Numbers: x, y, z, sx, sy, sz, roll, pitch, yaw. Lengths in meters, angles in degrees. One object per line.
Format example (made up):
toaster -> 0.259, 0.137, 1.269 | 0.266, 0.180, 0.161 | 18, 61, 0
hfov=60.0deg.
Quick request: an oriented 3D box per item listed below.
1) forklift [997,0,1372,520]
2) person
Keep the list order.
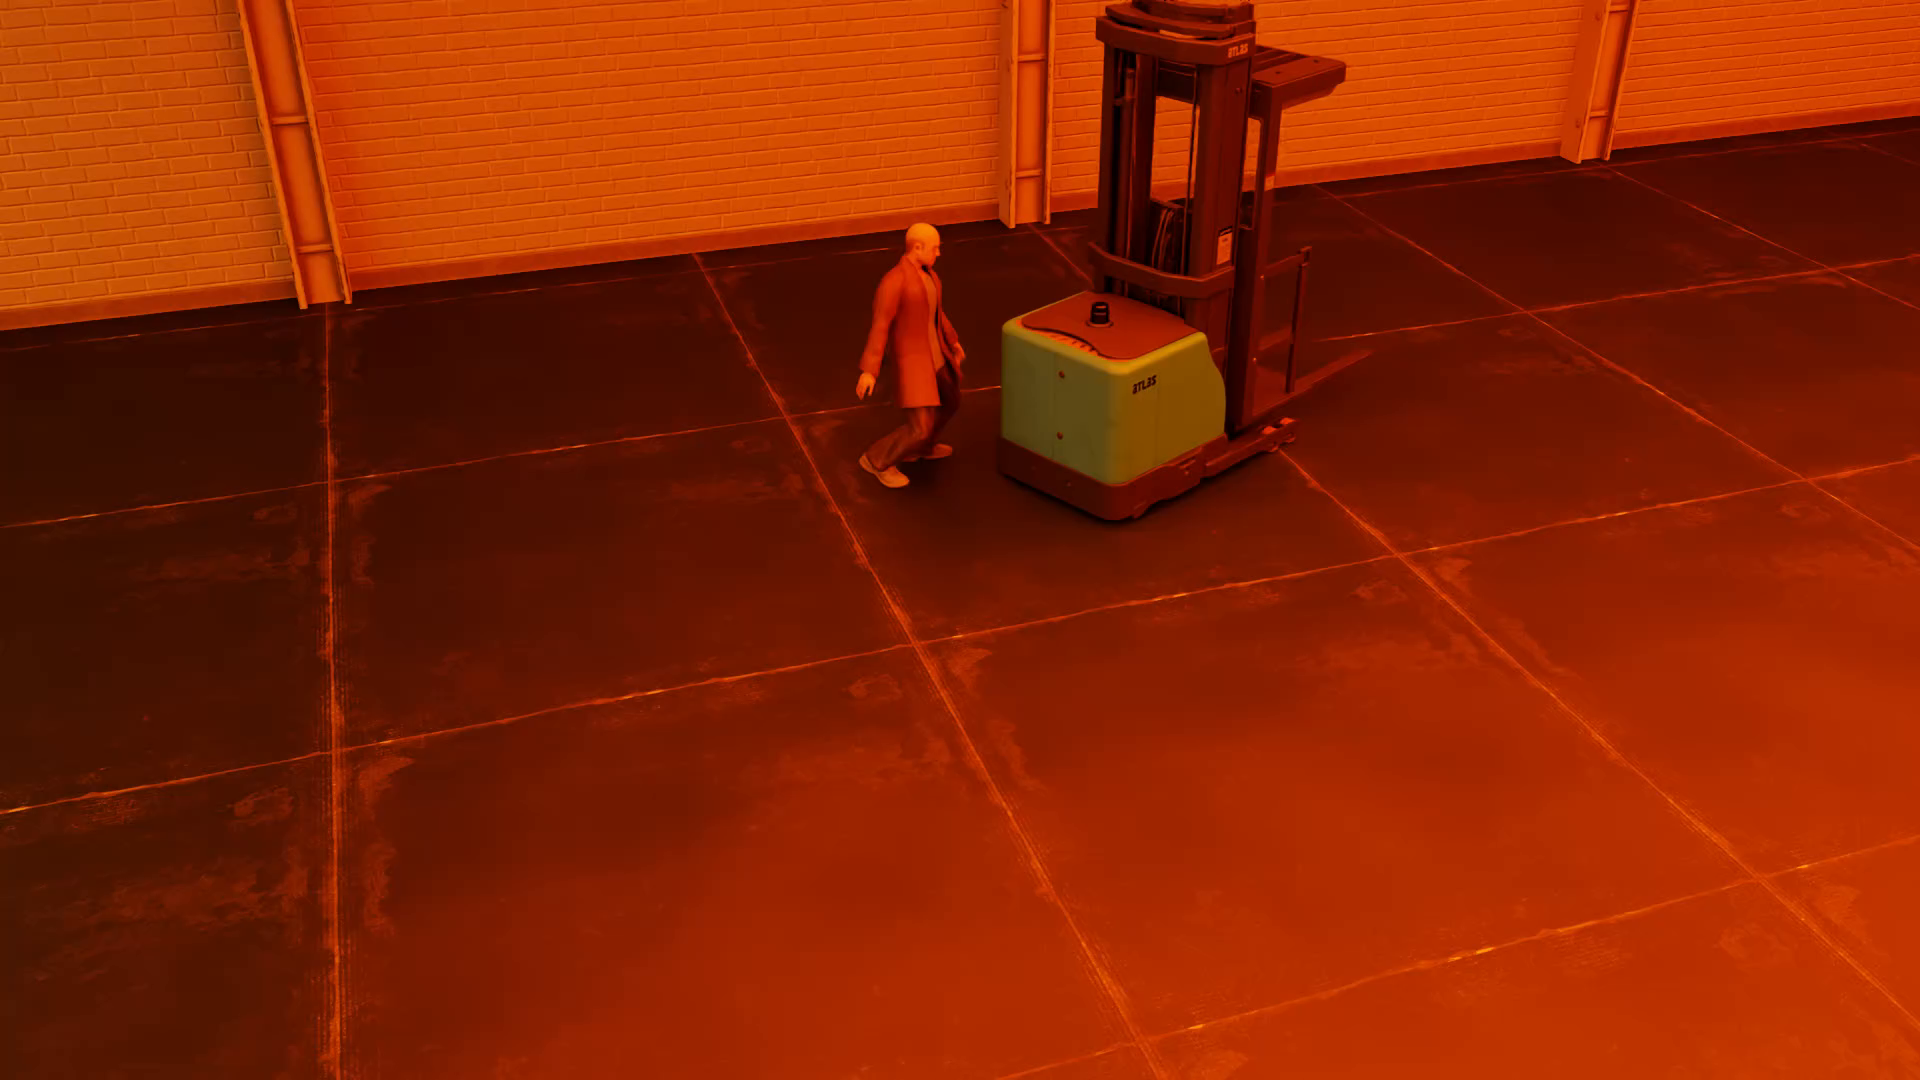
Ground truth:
forklift -> 1.644, -2.019, 10.596 | 3.031, 2.935, 1.130 | -26, 39, -37
person -> -0.294, -1.117, 10.292 | 0.577, 1.687, 0.939 | 16, 34, 26
